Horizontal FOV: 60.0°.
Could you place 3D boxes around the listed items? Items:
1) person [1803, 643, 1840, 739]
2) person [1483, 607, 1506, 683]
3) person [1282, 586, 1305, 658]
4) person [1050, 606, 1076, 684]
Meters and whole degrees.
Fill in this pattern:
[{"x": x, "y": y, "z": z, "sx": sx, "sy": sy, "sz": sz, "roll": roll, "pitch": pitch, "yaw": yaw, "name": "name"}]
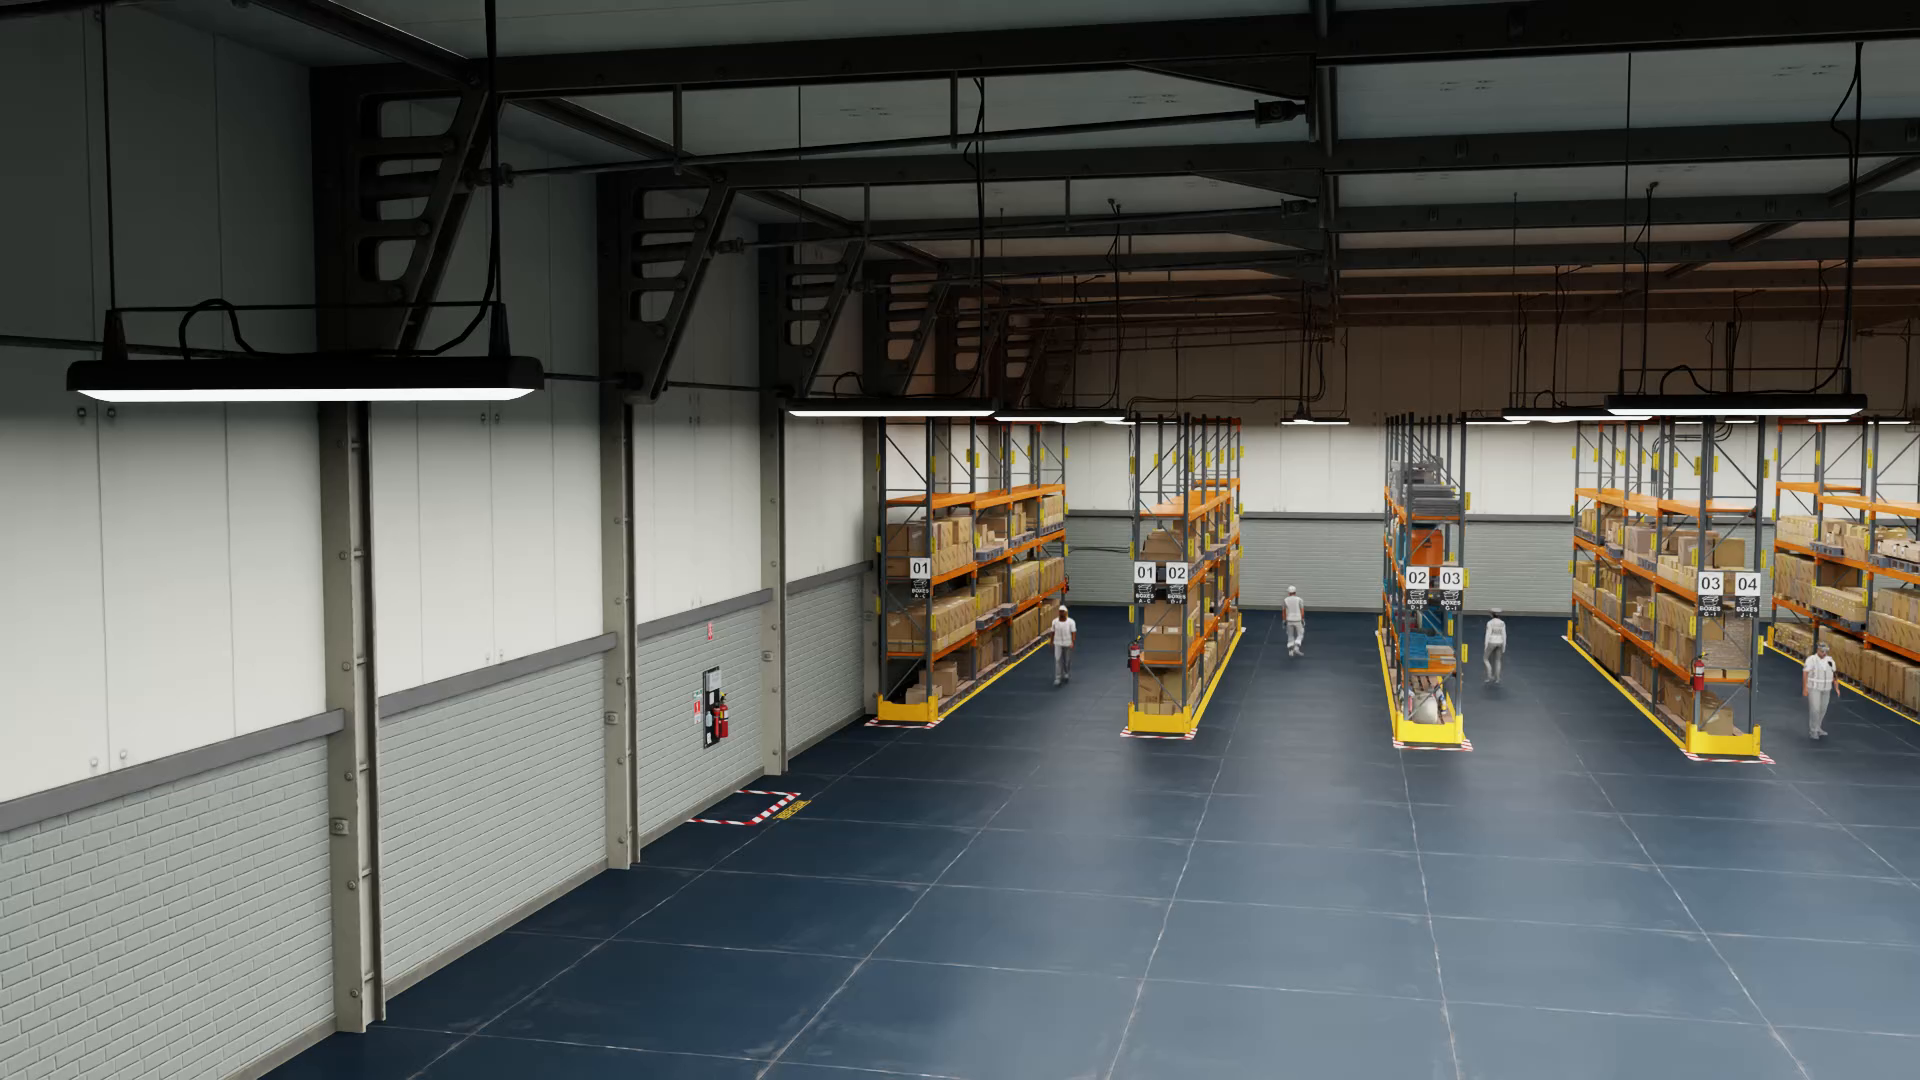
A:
[{"x": 15.917, "y": 2.792, "z": 30.778, "sx": 0.587, "sy": 1.811, "sz": 0.533, "roll": 0, "pitch": 4, "yaw": -4, "name": "person"}, {"x": 11.993, "y": 2.376, "z": 37.293, "sx": 0.519, "sy": 1.702, "sz": 0.367, "roll": -1, "pitch": 4, "yaw": -11, "name": "person"}, {"x": 8.298, "y": 2.036, "z": 41.369, "sx": 0.579, "sy": 1.787, "sz": 0.490, "roll": 1, "pitch": 4, "yaw": 18, "name": "person"}, {"x": 2.313, "y": 2.328, "z": 37.217, "sx": 0.578, "sy": 1.704, "sz": 1.079, "roll": 0, "pitch": 4, "yaw": 3, "name": "person"}]
